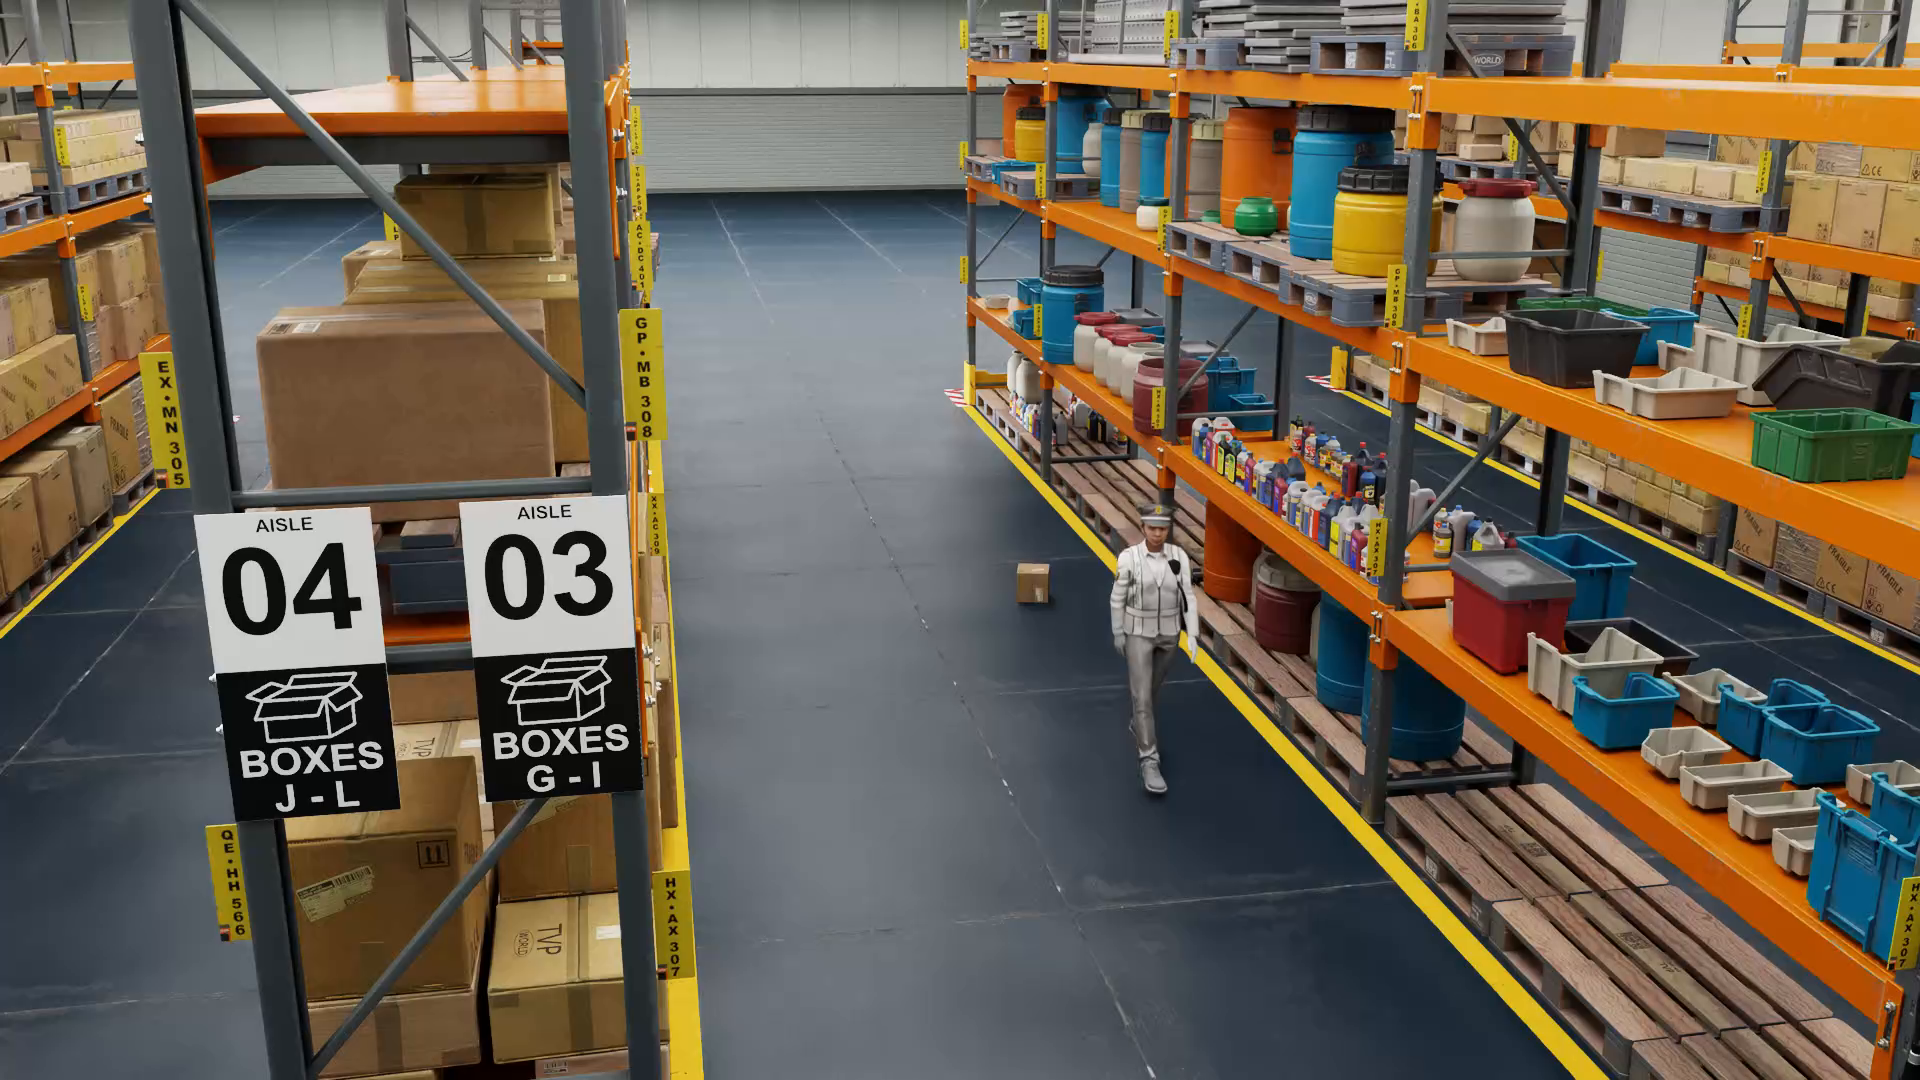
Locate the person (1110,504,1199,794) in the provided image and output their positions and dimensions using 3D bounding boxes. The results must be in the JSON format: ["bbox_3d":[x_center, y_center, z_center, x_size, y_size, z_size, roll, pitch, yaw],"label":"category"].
[{"bbox_3d":[1.191,0.580,9.975,0.498,1.637,0.967,-3,17,-11],"label":"person"}]
